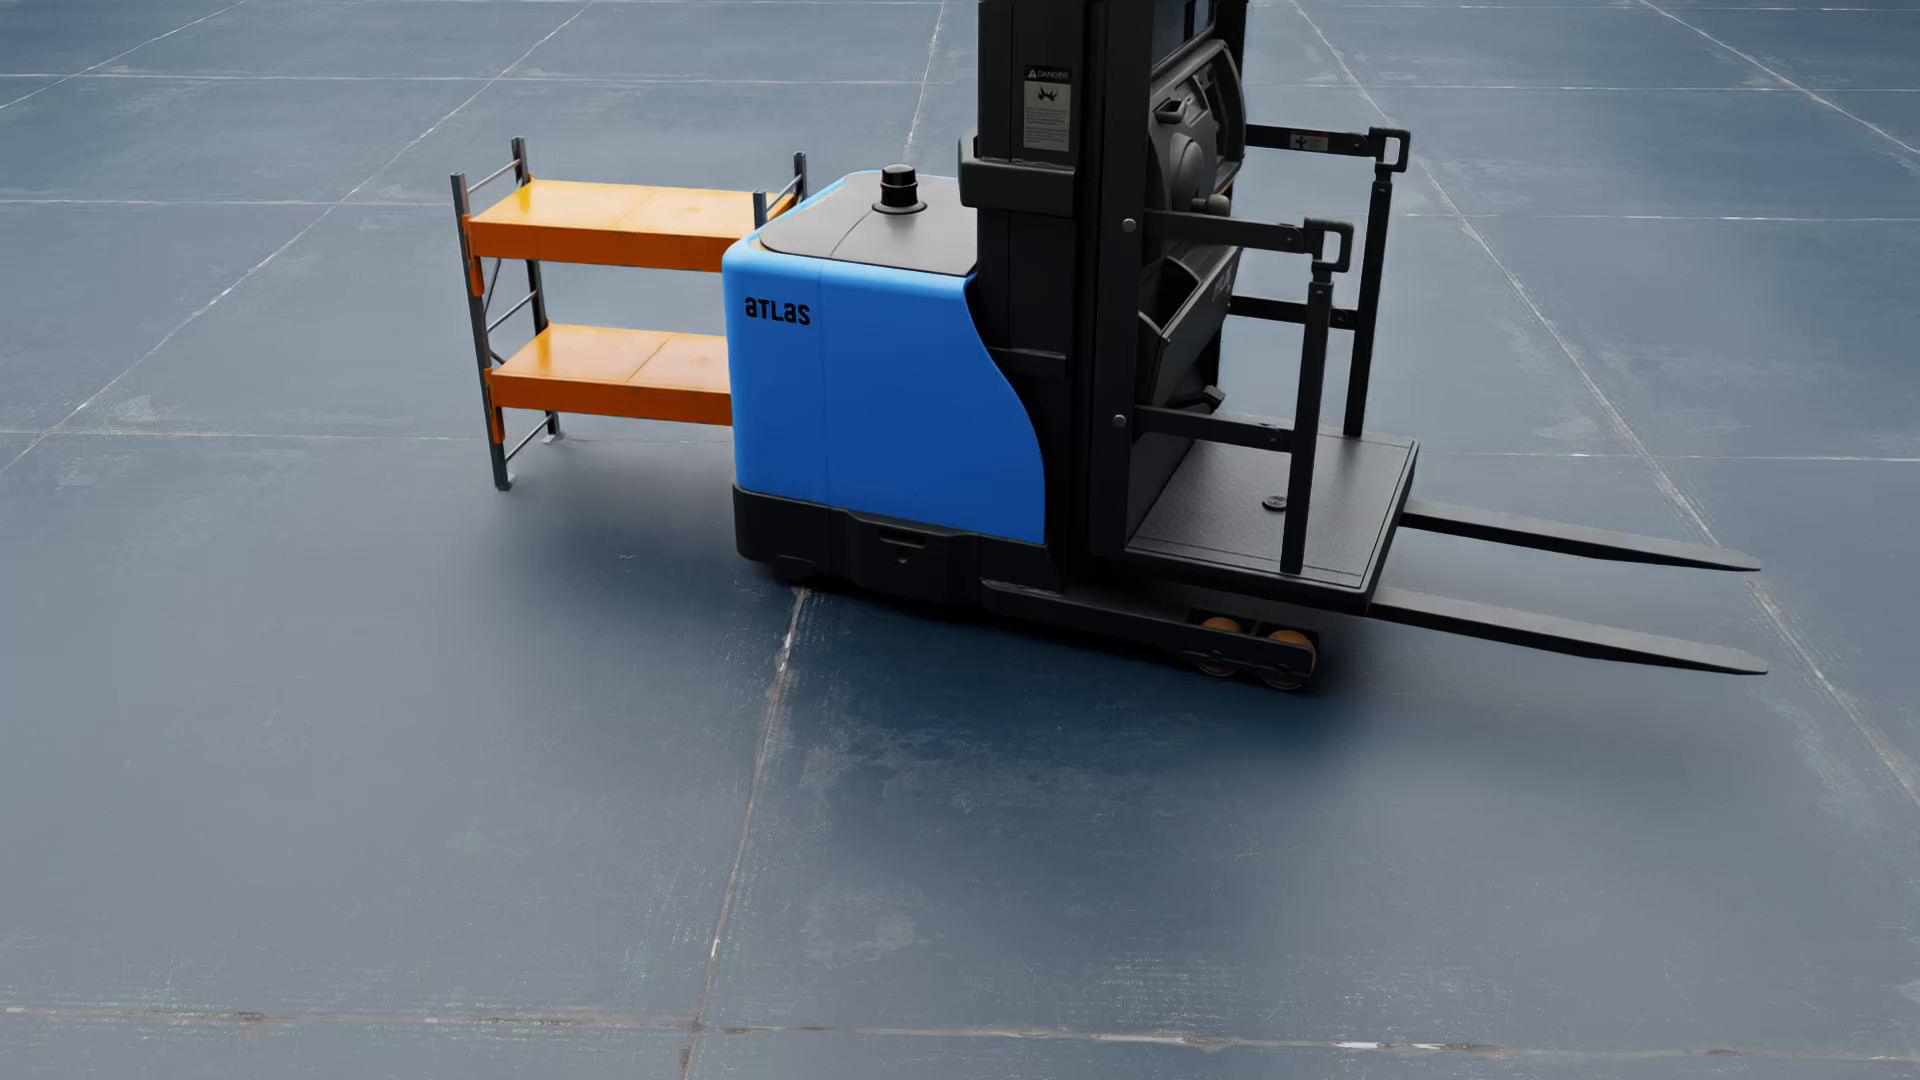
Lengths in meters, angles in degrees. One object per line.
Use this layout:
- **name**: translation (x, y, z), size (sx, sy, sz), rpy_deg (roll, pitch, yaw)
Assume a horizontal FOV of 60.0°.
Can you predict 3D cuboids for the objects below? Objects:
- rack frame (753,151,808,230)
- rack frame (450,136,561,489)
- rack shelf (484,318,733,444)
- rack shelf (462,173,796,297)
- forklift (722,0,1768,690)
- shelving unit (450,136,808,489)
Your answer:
- **rack frame**: translation (-0.584, -0.700, 5.661), size (0.032, 1.125, 0.500), rpy_deg (5, 28, 10)
- **rack frame**: translation (-1.581, -0.794, 5.838), size (0.032, 1.125, 0.500), rpy_deg (5, 28, 10)
- **rack shelf**: translation (-1.082, -0.531, 5.864), size (1.000, 0.278, 0.538), rpy_deg (5, 28, 10)
- **rack shelf**: translation (-1.082, -1.005, 5.613), size (1.000, 0.278, 0.538), rpy_deg (5, 28, 10)
- **forklift**: translation (0.852, -1.151, 4.583), size (3.031, 2.935, 1.130), rpy_deg (10, 30, 19)
- **shelving unit**: translation (-1.082, -0.747, 5.750), size (1.048, 1.125, 0.538), rpy_deg (5, 28, 10)
